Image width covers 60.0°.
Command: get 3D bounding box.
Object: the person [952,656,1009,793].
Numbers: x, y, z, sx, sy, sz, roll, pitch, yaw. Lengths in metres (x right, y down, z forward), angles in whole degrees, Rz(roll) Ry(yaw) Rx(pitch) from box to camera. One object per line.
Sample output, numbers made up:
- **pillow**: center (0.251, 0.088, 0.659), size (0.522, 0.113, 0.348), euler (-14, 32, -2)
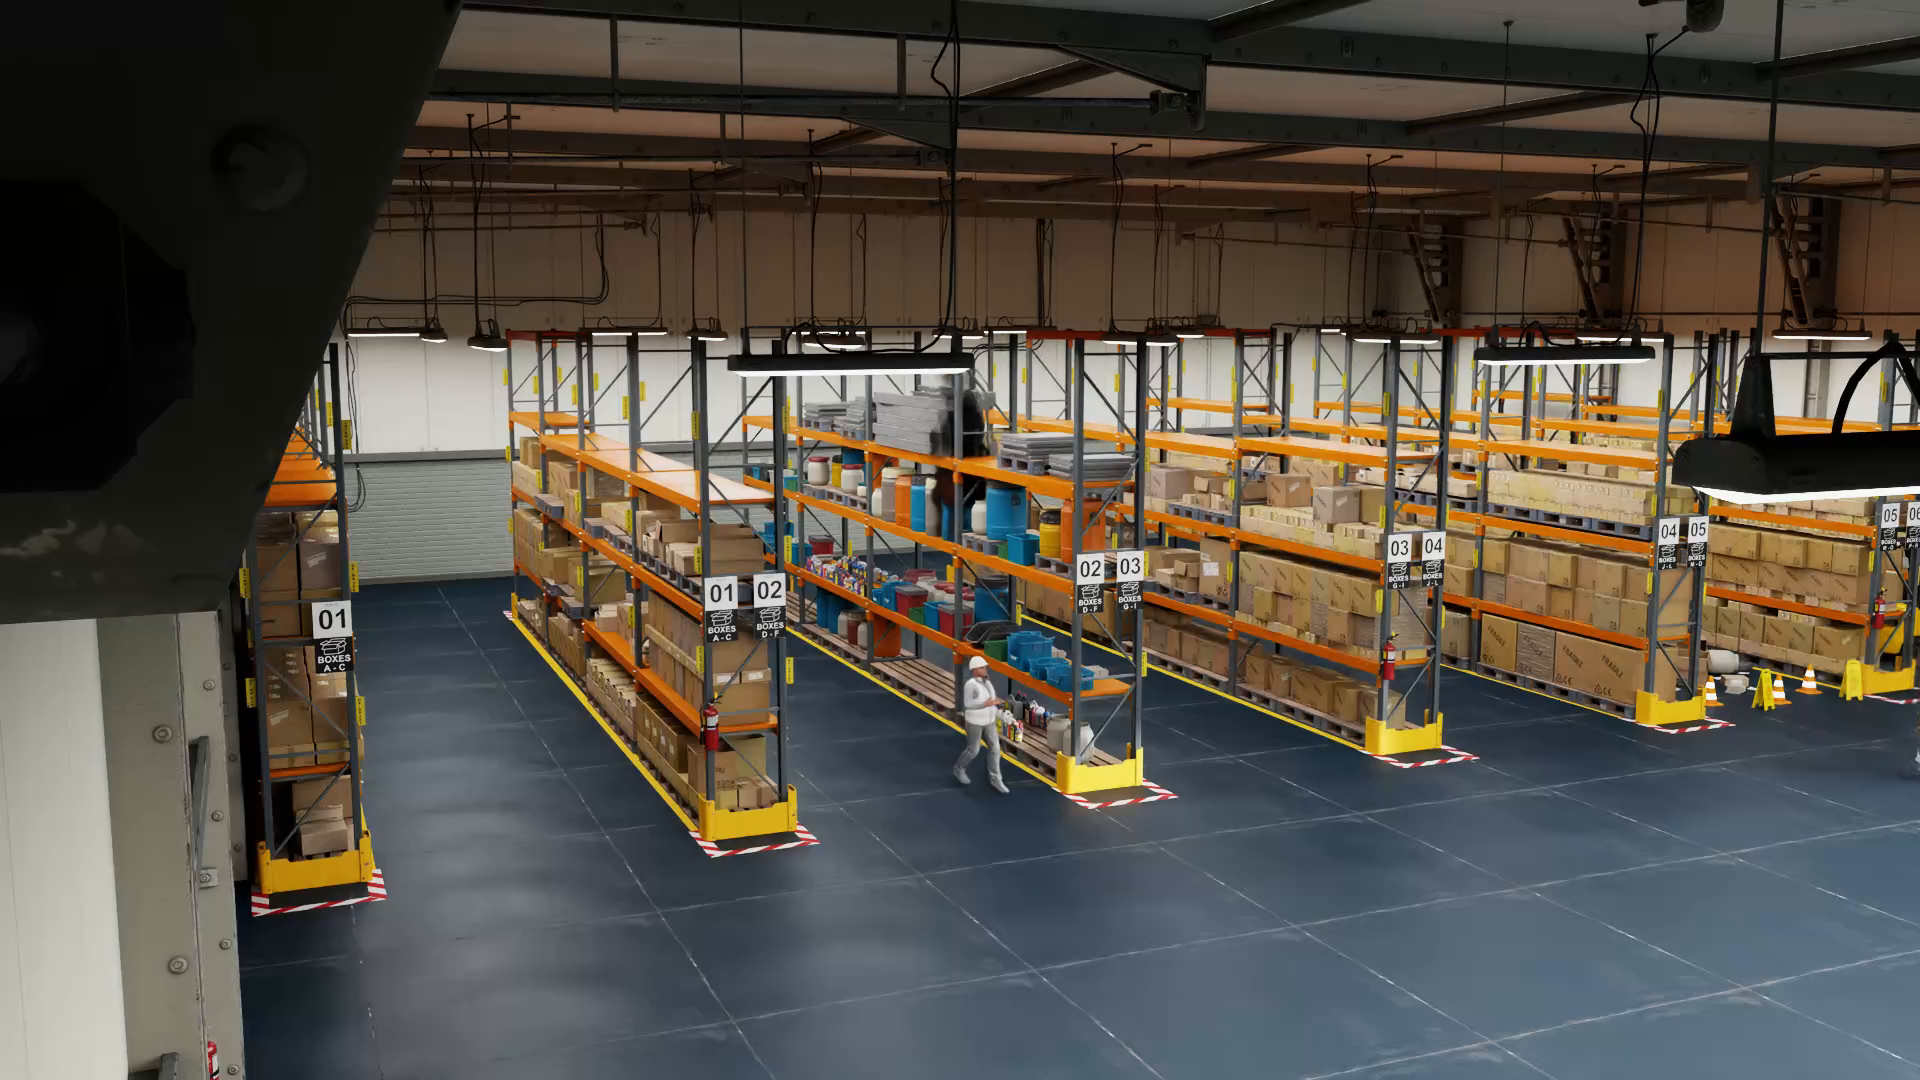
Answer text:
- **person**: center (0.262, 2.438, 22.127), size (0.835, 1.811, 0.649), euler (7, 10, 41)
